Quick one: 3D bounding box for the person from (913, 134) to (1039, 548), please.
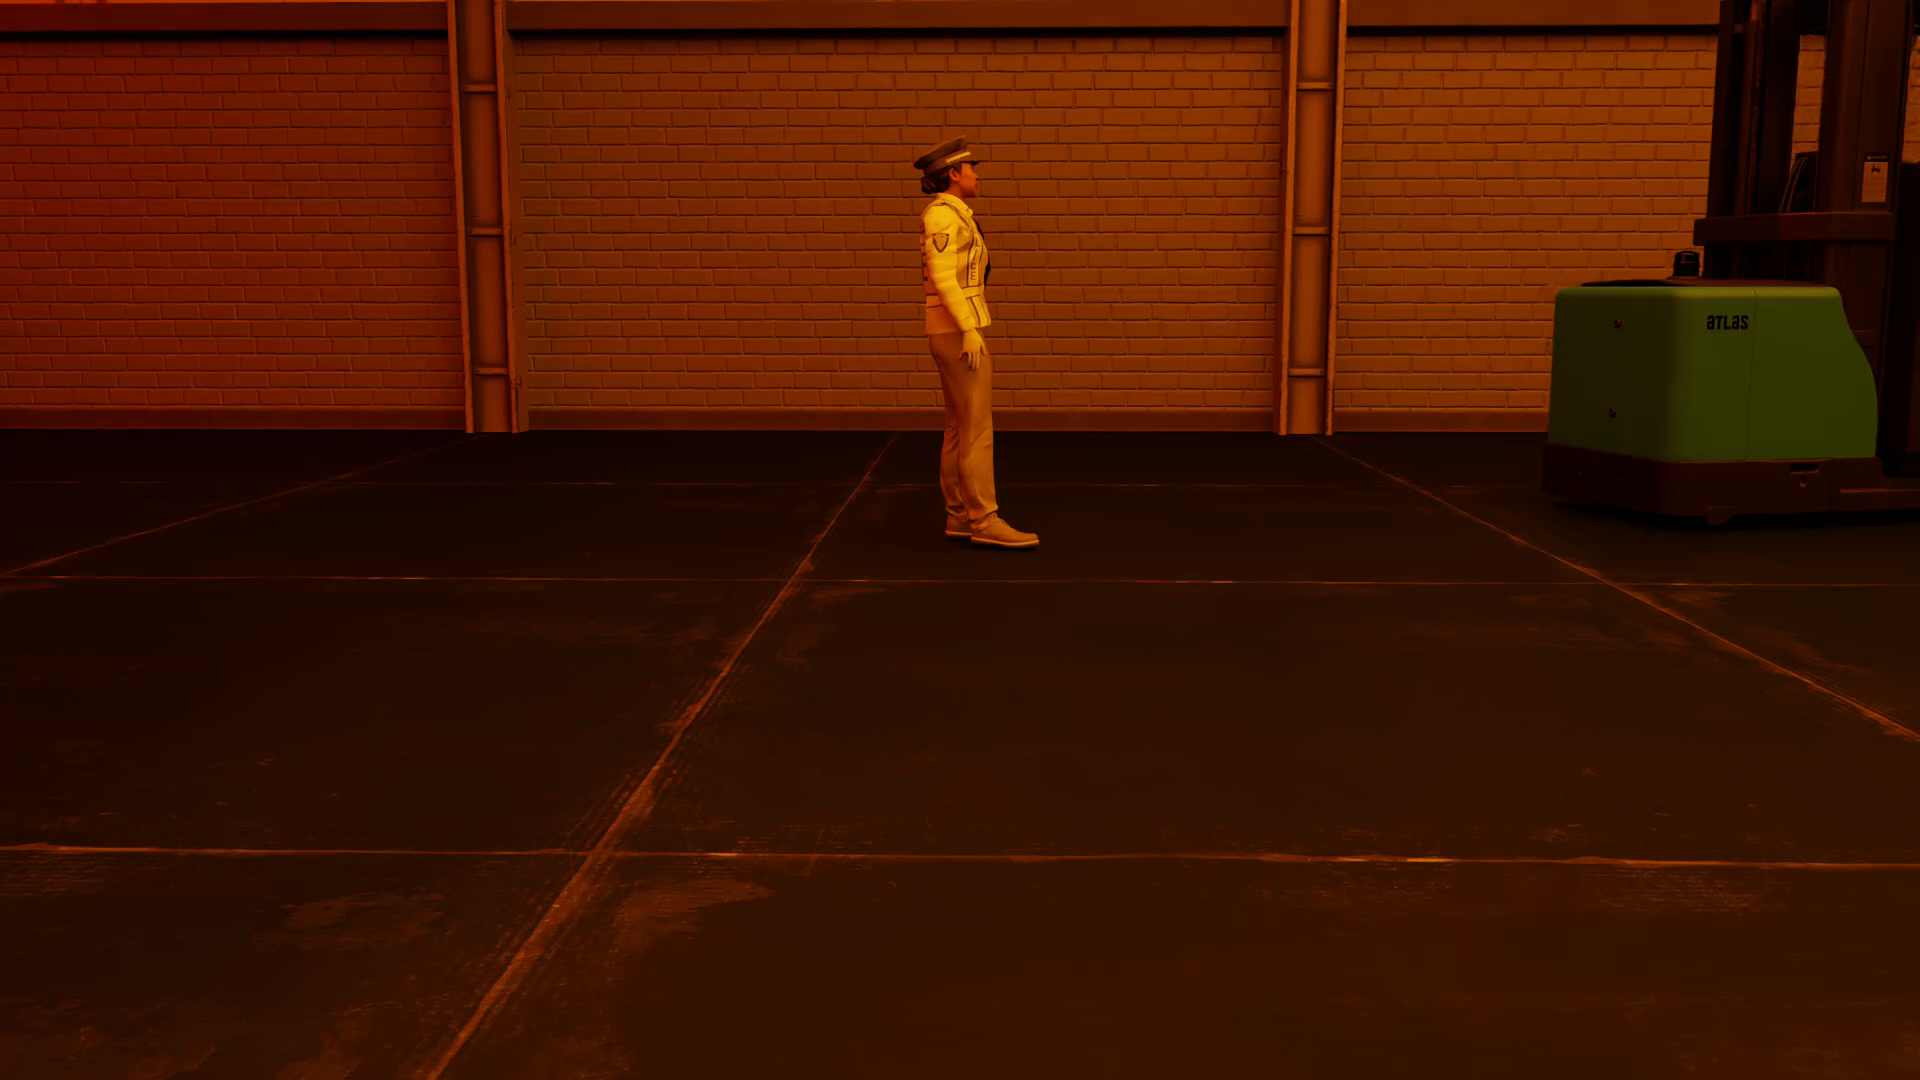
[{"bbox_3d":[0.068,-0.844,6.990,0.531,1.695,0.588,0,9,1],"label":"person"}]

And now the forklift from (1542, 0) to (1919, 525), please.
[{"bbox_3d":[4.459,-1.611,7.966,3.031,2.935,1.130,-2,9,-14],"label":"forklift"}]
